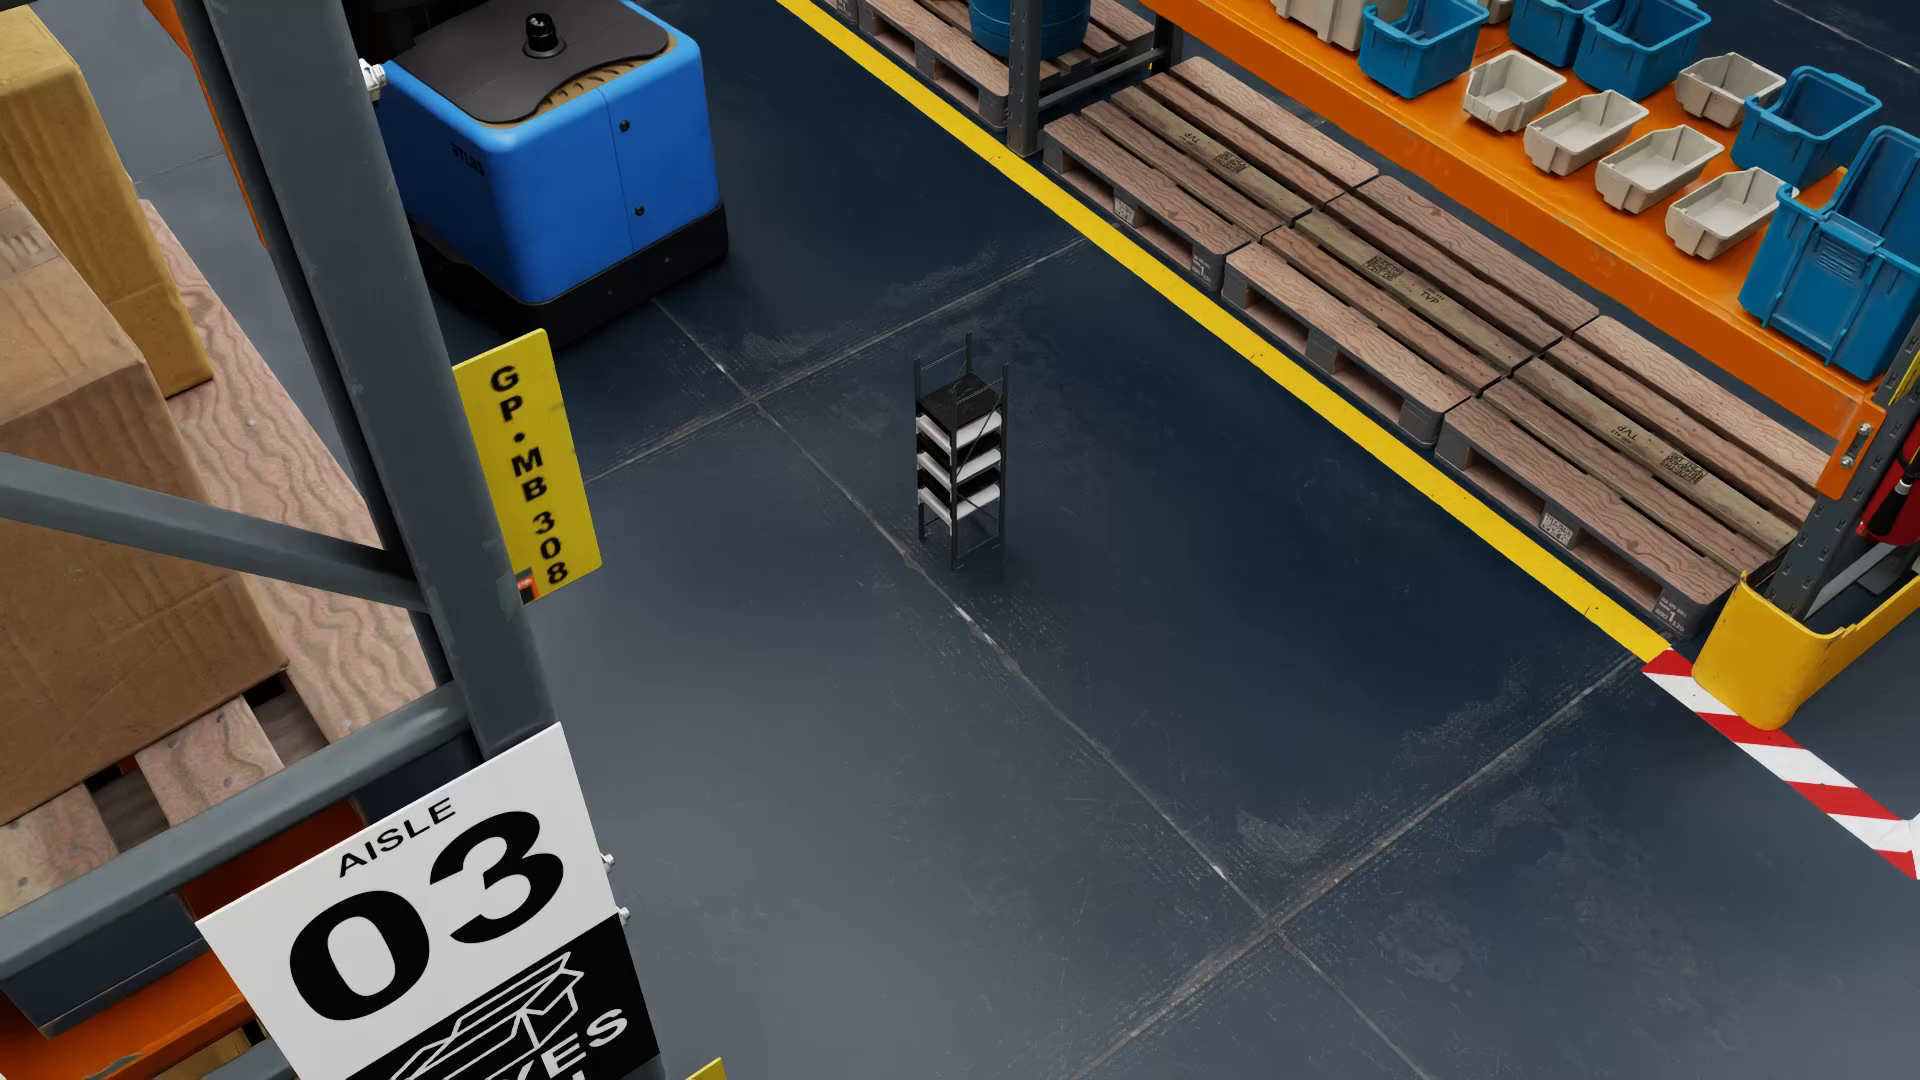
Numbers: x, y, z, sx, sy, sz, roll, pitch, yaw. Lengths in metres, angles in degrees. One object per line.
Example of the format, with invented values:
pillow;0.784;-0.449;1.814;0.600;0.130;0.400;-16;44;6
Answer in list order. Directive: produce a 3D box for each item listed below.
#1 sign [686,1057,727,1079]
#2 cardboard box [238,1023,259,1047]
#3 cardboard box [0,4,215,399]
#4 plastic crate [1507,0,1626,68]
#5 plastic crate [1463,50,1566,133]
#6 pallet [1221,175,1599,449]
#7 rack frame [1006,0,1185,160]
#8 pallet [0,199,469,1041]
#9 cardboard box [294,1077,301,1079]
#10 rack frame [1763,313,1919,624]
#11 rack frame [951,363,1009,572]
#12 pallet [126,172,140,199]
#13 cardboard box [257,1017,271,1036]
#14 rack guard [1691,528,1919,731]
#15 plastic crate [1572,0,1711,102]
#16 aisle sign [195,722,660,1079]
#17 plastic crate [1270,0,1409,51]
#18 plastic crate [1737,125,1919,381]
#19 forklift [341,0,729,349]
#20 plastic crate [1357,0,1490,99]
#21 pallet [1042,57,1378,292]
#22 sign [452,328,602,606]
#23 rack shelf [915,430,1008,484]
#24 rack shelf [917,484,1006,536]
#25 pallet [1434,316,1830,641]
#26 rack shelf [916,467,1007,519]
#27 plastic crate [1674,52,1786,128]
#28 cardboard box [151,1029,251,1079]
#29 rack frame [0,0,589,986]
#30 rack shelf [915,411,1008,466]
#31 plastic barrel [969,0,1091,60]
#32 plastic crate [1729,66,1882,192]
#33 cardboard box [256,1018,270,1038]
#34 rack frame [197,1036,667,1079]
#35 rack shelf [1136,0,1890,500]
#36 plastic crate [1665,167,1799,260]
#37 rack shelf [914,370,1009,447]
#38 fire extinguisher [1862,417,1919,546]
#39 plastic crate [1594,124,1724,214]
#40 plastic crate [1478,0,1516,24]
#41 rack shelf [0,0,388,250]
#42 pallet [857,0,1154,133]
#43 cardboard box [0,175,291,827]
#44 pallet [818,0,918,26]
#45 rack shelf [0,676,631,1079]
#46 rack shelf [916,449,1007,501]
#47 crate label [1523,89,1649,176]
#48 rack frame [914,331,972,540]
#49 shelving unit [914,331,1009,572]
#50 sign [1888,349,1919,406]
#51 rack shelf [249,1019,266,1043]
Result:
sign;-0.418;0.949;2.727;0.100;0.325;0.005;-29;54;-24
cardboard box;-1.674;0.996;3.223;0.500;0.250;0.500;-30;55;-25
cardboard box;-1.465;-0.372;2.120;0.700;0.500;0.500;-31;55;-25
plastic crate;2.213;-1.920;6.039;0.416;0.233;0.300;-29;54;-24
plastic crate;1.895;-1.538;5.757;0.298;0.136;0.250;-29;54;-24
pallet;1.876;-0.996;7.010;1.003;0.211;1.213;-29;54;-24
rack frame;0.657;-3.068;7.007;1.000;3.000;0.127;-29;54;-24
pallet;-1.320;0.101;2.169;1.003;0.211;1.213;-29;54;-24
cardboard box;-0.939;1.058;3.166;0.500;0.250;0.500;-31;55;-25
rack frame;3.079;-0.710;4.869;1.000;3.000;0.127;-29;54;-24
rack frame;0.066;-0.237;5.858;0.240;0.900;0.006;-29;54;-24
pallet;-2.063;-0.618;2.821;1.003;0.211;1.213;-29;54;-24
cardboard box;-1.241;0.512;3.156;0.500;0.500;0.500;-31;55;-25
rack guard;3.104;0.138;5.787;1.175;0.500;0.348;-29;54;-24
plastic crate;2.394;-1.743;5.878;0.416;0.233;0.300;-29;54;-24
aisle sign;-0.581;0.547;1.975;0.394;0.787;0.004;-29;54;-24
plastic crate;1.435;-2.066;6.138;0.437;0.282;0.530;-29;54;-24
plastic crate;2.728;-0.856;4.937;0.616;0.435;0.499;-29;54;-24
forklift;-2.414;-2.755;6.769;1.130;2.935;3.031;-36;57;-28
plastic crate;1.631;-1.770;5.902;0.416;0.233;0.300;-29;54;-24
pallet;1.133;-1.716;7.663;1.003;0.211;1.213;-29;54;-24
sign;-0.418;-0.061;1.613;0.100;0.325;0.005;-29;54;-24
rack shelf;0.005;-0.336;5.870;0.258;0.077;0.200;-29;54;-24
rack shelf;0.005;-0.154;6.070;0.258;0.077;0.200;-29;54;-24
pallet;2.611;-0.277;6.359;1.003;0.211;1.213;-29;54;-24
rack shelf;0.005;-0.215;6.004;0.258;0.077;0.200;-29;54;-24
plastic crate;2.652;-1.561;5.778;0.250;0.136;0.298;-29;54;-24
cardboard box;-1.367;1.041;2.676;0.500;0.500;0.500;-29;54;-24
rack frame;-0.863;-0.503;0.632;1.000;3.000;0.127;-29;54;-24
rack shelf;0.005;-0.396;5.804;0.258;0.077;0.200;-29;54;-24
plastic barrel;0.341;-2.833;7.927;0.600;0.901;0.708;-29;54;-24
plastic crate;2.793;-1.355;5.526;0.416;0.233;0.300;-29;54;-24
cardboard box;-1.259;0.755;3.442;0.500;0.250;0.500;-30;54;-24
rack frame;-0.863;1.512;2.855;1.000;3.000;0.127;-29;54;-24
rack shelf;1.868;-1.648;6.205;1.077;0.370;4.000;-29;54;-24
plastic crate;2.441;-1.041;5.307;0.396;0.136;0.243;-29;54;-24
rack shelf;0.005;-0.456;5.737;0.258;0.077;0.200;-29;54;-24
fire extinguisher;2.809;-0.266;4.770;0.296;0.674;0.183;-29;54;-24
plastic crate;2.277;-1.218;5.467;0.396;0.136;0.243;-29;54;-24
plastic crate;1.951;-2.108;6.274;0.293;0.136;0.466;-29;54;-24
rack shelf;-2.074;-1.306;2.116;1.077;0.370;4.000;-29;54;-24
pallet;0.223;-2.605;8.470;1.003;0.211;1.213;-29;54;-24
cardboard box;-1.220;0.014;1.770;0.700;0.500;0.500;-33;56;-26
pallet;-0.520;-3.325;9.122;1.003;0.211;1.213;-29;54;-24
rack shelf;-2.074;-0.433;3.079;1.077;0.370;4.000;-29;54;-24
rack shelf;0.005;-0.275;5.937;0.258;0.077;0.200;-29;54;-24
crate label;2.089;-1.372;5.606;0.396;0.136;0.243;-29;54;-24
rack frame;-0.057;-0.357;5.967;0.240;0.900;0.006;-29;54;-24
shelving unit;0.005;-0.297;5.912;0.258;0.900;0.210;-29;54;-24
sign;2.651;-0.508;4.576;0.100;0.325;0.005;-29;54;-24
rack shelf;-2.074;0.574;4.190;1.077;0.370;4.000;-29;54;-24
